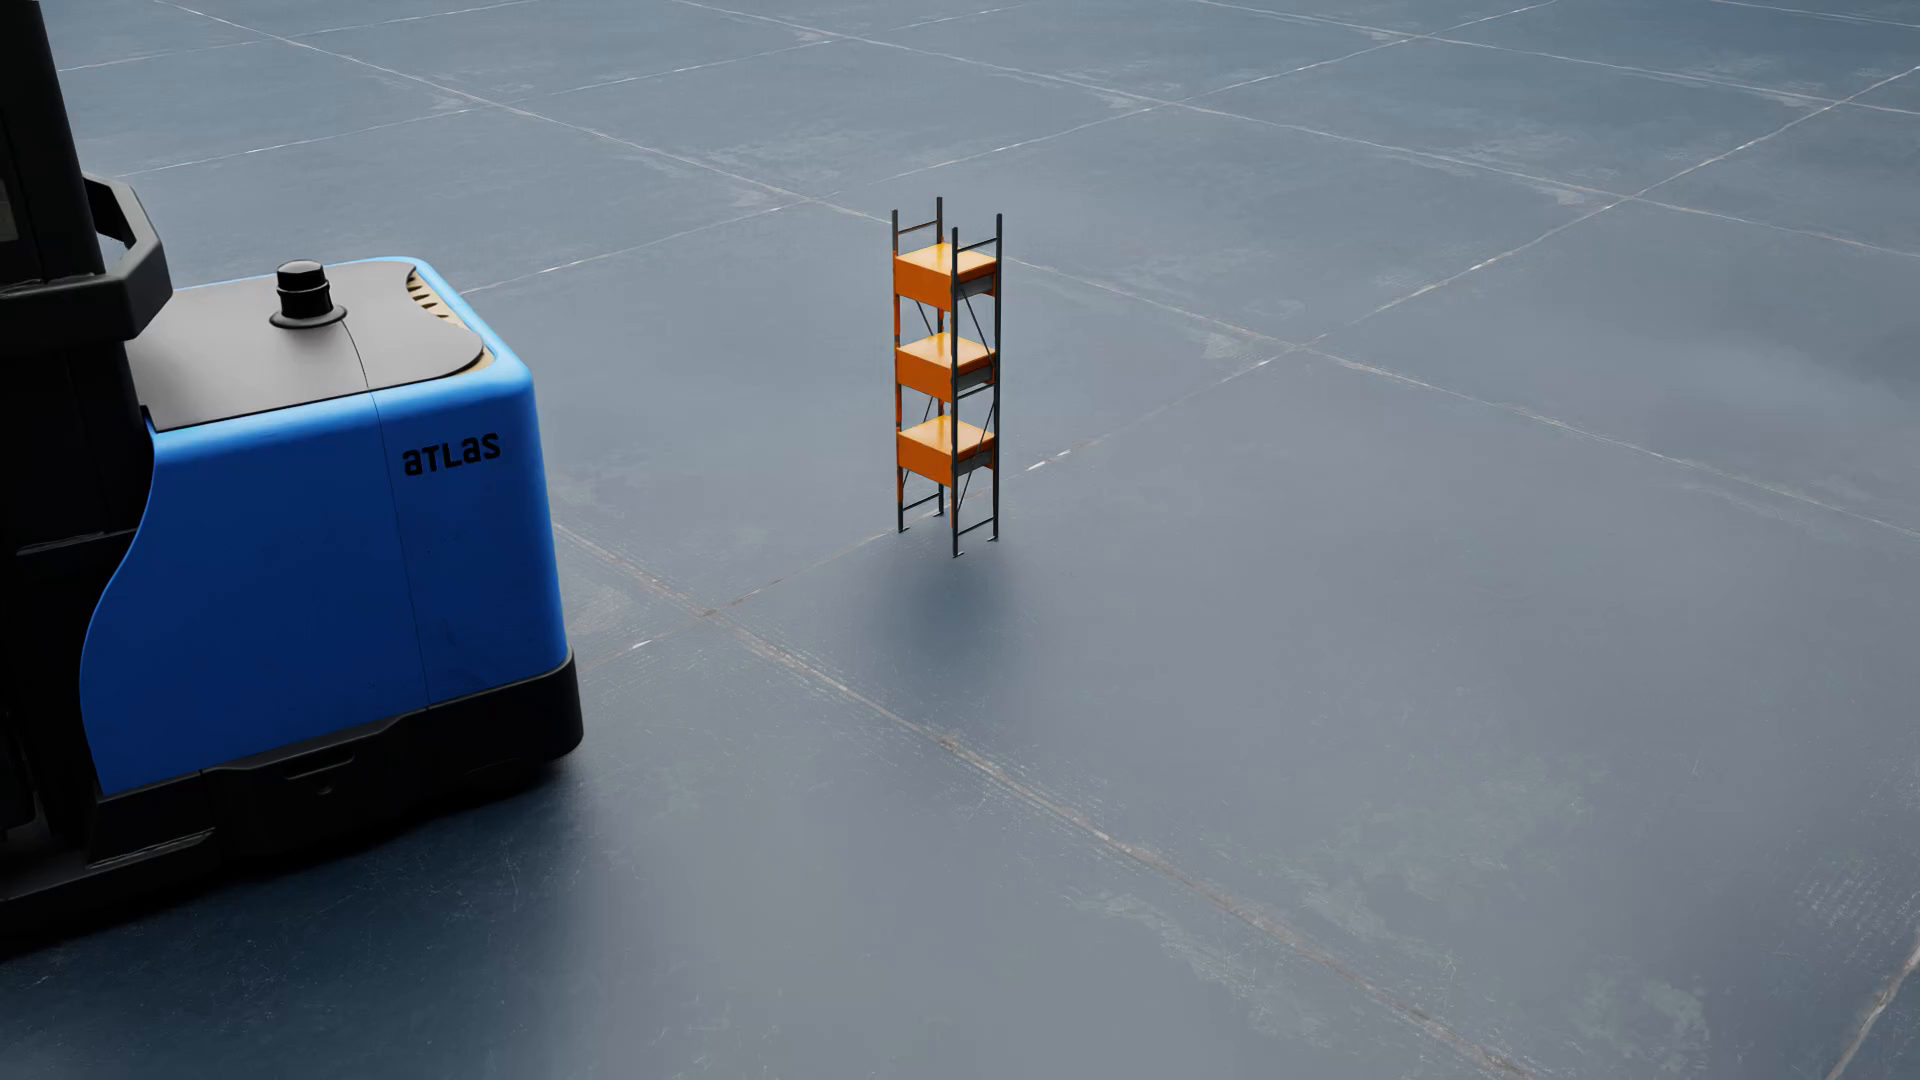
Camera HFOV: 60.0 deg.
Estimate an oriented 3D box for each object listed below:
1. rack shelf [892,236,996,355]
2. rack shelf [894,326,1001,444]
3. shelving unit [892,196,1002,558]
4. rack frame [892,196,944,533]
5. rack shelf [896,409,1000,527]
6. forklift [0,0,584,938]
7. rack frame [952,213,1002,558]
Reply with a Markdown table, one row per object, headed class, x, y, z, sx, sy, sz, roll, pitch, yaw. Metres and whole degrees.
| class | x | y | z | sx | sy | sz | roll | pitch | yaw |
| --- | --- | --- | --- | --- | --- | --- | --- | --- | --- |
| rack shelf | -0.038 | -0.724 | 4.912 | 0.240 | 0.259 | 0.215 | 25 | 36 | 38 |
| rack shelf | -0.038 | -0.473 | 5.044 | 0.240 | 0.259 | 0.215 | 25 | 36 | 38 |
| shelving unit | -0.038 | -0.482 | 5.039 | 0.252 | 1.050 | 0.215 | 25 | 36 | 38 |
| rack frame | -0.125 | -0.522 | 5.115 | 0.008 | 1.050 | 0.200 | 25 | 36 | 38 |
| rack shelf | -0.038 | -0.227 | 5.173 | 0.240 | 0.259 | 0.215 | 25 | 36 | 38 |
| forklift | -2.474 | -0.573 | 3.191 | 3.031 | 2.935 | 1.130 | -15 | 31 | -27 |
| rack frame | 0.049 | -0.442 | 4.963 | 0.008 | 1.050 | 0.200 | 25 | 36 | 38 |
